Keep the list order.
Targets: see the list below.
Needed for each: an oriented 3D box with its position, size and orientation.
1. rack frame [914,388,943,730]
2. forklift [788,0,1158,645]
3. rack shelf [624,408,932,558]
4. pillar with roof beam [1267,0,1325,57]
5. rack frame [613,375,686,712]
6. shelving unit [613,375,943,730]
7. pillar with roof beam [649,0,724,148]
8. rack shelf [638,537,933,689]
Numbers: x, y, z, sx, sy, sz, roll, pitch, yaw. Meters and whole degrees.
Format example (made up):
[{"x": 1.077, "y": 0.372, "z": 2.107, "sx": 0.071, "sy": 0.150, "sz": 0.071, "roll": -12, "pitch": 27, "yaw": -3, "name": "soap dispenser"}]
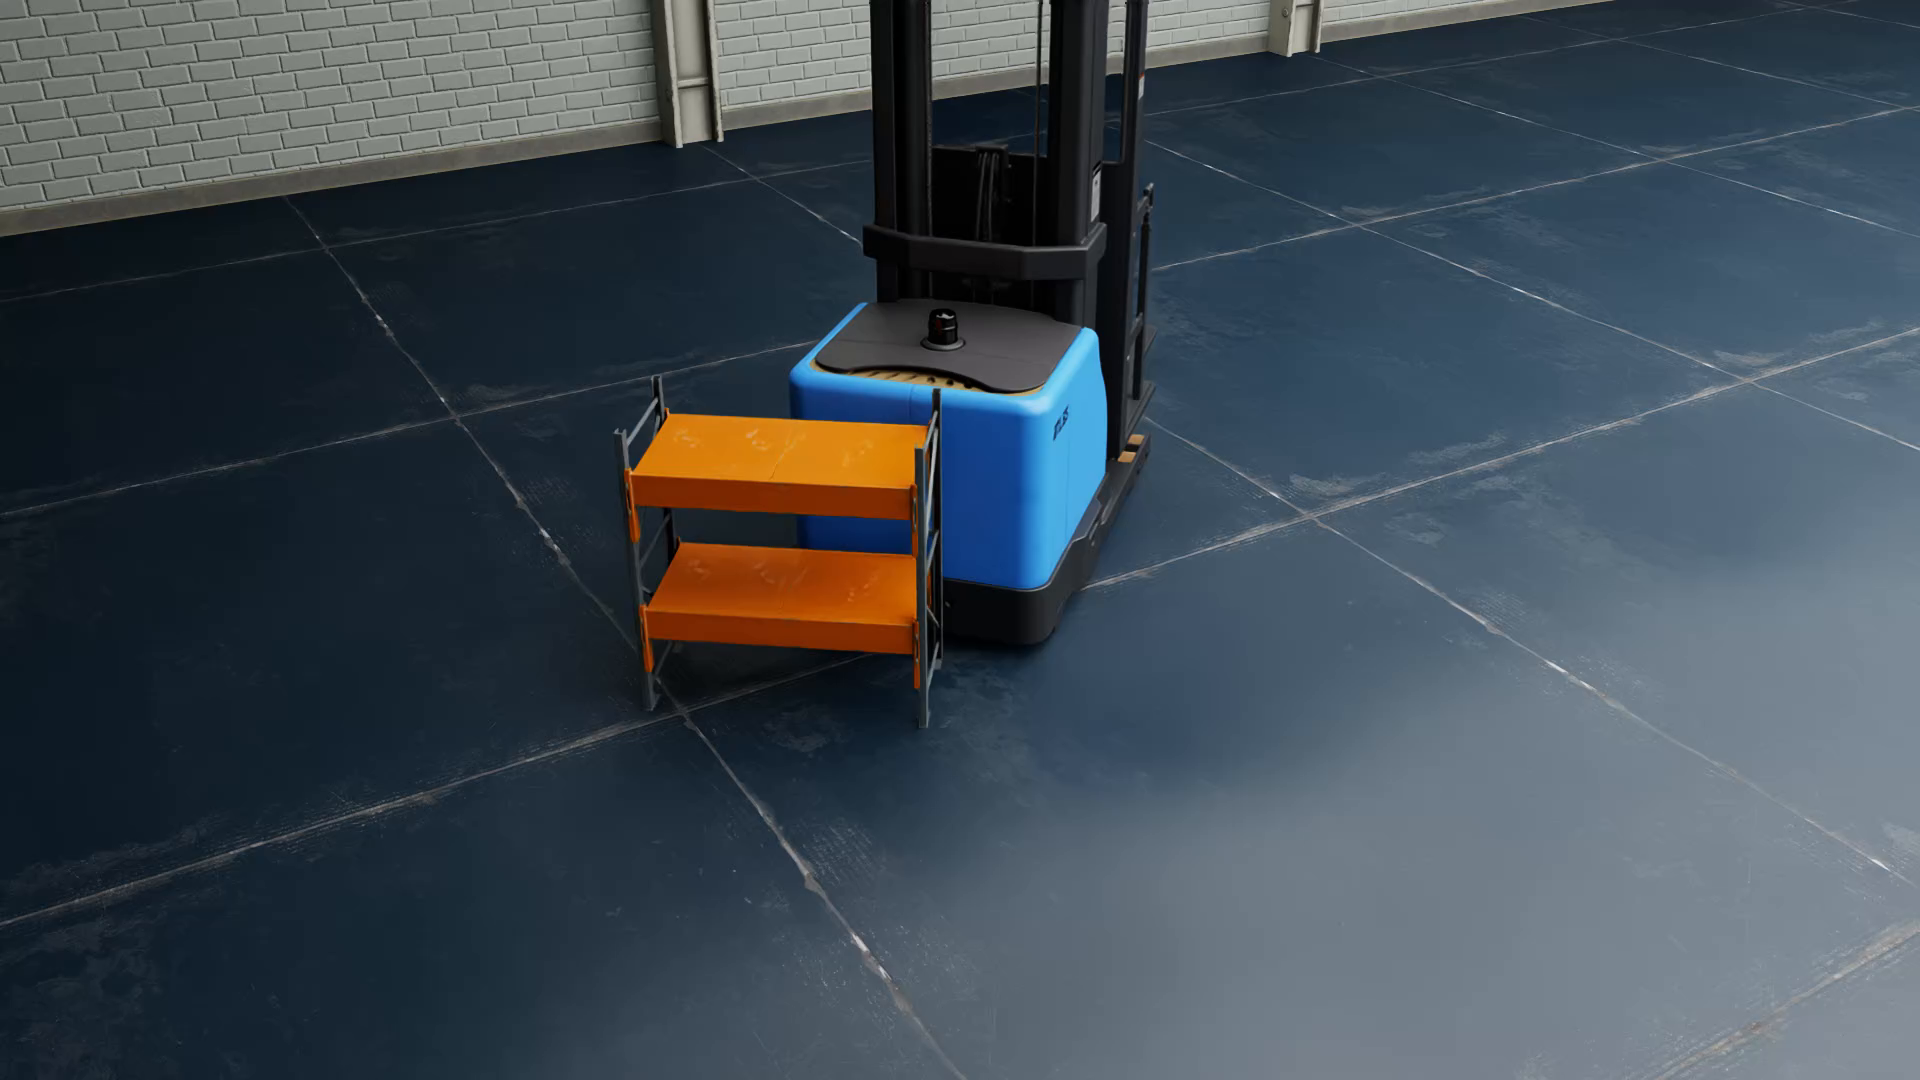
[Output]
[{"x": -0.108, "y": 0.072, "z": 5.955, "sx": 0.032, "sy": 1.125, "sz": 0.500, "roll": 3, "pitch": 29, "yaw": 6, "name": "rack frame"}, {"x": 0.270, "y": -1.578, "z": 7.076, "sx": 1.130, "sy": 2.935, "sz": 3.031, "roll": 9, "pitch": 30, "yaw": 15, "name": "forklift"}, {"x": -0.613, "y": -0.211, "z": 5.863, "sx": 1.000, "sy": 0.278, "sz": 0.538, "roll": 3, "pitch": 29, "yaw": 6, "name": "rack shelf"}, {"x": 5.286, "y": -6.710, "z": 10.095, "sx": 0.400, "sy": 9.000, "sz": 9.100, "roll": -16, "pitch": 33, "yaw": -26, "name": "pillar with roof beam"}, {"x": -1.118, "y": 0.018, "z": 6.053, "sx": 0.032, "sy": 1.125, "sz": 0.500, "roll": 3, "pitch": 29, "yaw": 6, "name": "rack frame"}, {"x": -0.613, "y": 0.045, "z": 6.004, "sx": 1.048, "sy": 1.125, "sz": 0.538, "roll": 3, "pitch": 29, "yaw": 6, "name": "shelving unit"}, {"x": 0.113, "y": -5.241, "z": 7.434, "sx": 0.400, "sy": 9.000, "sz": 9.100, "roll": -16, "pitch": 33, "yaw": -26, "name": "pillar with roof beam"}, {"x": -0.613, "y": 0.259, "z": 6.122, "sx": 1.000, "sy": 0.278, "sz": 0.538, "roll": 3, "pitch": 29, "yaw": 6, "name": "rack shelf"}]
